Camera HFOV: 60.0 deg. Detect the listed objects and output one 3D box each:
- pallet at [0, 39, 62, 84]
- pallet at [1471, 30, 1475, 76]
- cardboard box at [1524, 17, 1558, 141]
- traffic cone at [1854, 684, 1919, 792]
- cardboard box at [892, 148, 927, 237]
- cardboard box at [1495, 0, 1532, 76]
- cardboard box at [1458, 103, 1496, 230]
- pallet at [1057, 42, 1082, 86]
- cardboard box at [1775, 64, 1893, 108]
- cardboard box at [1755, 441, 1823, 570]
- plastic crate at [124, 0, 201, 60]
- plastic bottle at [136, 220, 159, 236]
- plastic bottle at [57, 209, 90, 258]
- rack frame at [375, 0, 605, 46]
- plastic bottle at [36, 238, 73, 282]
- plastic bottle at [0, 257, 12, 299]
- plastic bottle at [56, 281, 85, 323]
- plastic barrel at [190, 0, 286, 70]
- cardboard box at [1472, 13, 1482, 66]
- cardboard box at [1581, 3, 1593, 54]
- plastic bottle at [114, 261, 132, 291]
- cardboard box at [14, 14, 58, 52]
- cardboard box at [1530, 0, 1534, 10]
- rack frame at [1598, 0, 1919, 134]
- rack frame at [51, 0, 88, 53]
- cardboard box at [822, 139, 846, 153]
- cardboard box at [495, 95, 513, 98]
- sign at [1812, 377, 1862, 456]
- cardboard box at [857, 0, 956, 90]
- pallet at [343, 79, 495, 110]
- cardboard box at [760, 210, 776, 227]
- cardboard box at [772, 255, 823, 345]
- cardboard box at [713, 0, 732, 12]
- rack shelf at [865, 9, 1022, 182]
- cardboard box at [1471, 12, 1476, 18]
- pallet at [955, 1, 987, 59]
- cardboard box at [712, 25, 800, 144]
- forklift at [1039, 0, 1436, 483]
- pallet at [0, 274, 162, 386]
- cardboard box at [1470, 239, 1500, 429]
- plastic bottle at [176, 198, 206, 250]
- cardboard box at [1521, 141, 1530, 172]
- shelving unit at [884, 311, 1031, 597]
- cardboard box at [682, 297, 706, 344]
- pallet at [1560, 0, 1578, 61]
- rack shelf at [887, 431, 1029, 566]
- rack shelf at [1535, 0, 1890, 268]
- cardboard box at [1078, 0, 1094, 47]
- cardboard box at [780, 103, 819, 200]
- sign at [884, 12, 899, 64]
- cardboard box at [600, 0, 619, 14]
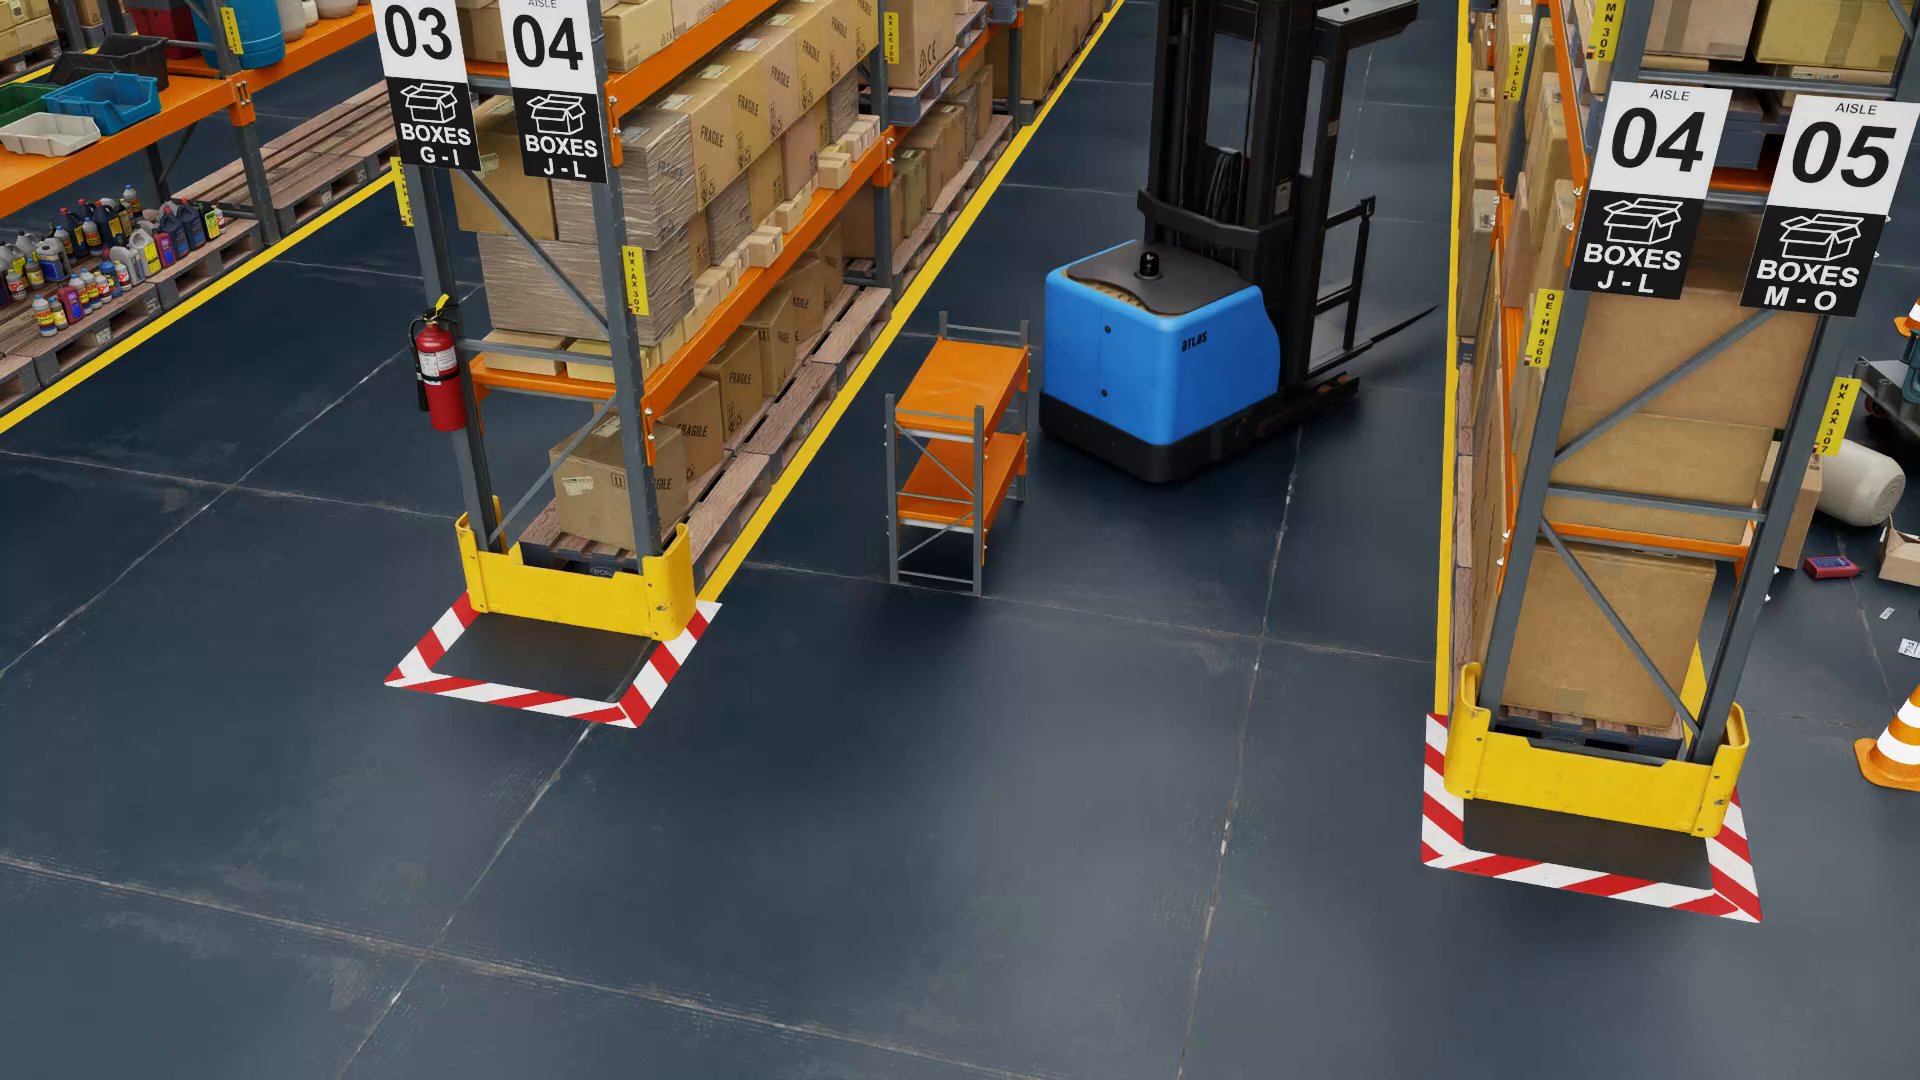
[{"bbox_3d":[-9.785,-4.778,16.569,1.003,0.211,1.213,8,33,12],"label":"pallet"},{"bbox_3d":[5.633,-4.793,16.592,1.003,0.211,1.213,8,33,12],"label":"pallet"},{"bbox_3d":[3.672,-2.555,9.326,0.875,0.550,0.550,8,33,12],"label":"cardboard box"},{"bbox_3d":[4.292,0.842,7.495,0.336,0.463,0.334,8,33,12],"label":"traffic cone"},{"bbox_3d":[-0.657,-2.642,12.529,0.700,0.500,0.500,8,33,12],"label":"cardboard box"},{"bbox_3d":[4.185,-3.618,12.052,0.500,0.500,0.500,8,33,12],"label":"cardboard box"},{"bbox_3d":[4.354,-2.768,12.514,1.050,0.750,0.750,9,33,13],"label":"cardboard box"},{"bbox_3d":[0.627,-4.879,16.728,1.003,0.211,1.213,8,33,12],"label":"pallet"},{"bbox_3d":[3.181,-1.660,6.019,0.380,0.149,0.250,8,33,13],"label":"cardboard box"},{"bbox_3d":[4.398,-0.223,9.133,0.500,0.500,0.500,14,35,21],"label":"cardboard box"},{"bbox_3d":[-5.937,-3.944,12.599,0.402,0.464,0.583,8,33,12],"label":"plastic crate"},{"bbox_3d":[-5.847,-2.195,12.035,0.152,0.276,0.135,8,33,12],"label":"plastic bottle"},{"bbox_3d":[-6.418,-2.232,12.024,0.144,0.351,0.185,7,33,10],"label":"plastic bottle"},{"bbox_3d":[-1.988,-3.406,6.220,1.000,3.000,0.127,8,33,12],"label":"rack frame"},{"bbox_3d":[-6.376,-1.973,11.686,0.152,0.276,0.135,8,33,12],"label":"plastic bottle"},{"bbox_3d":[-6.611,-1.797,11.409,0.152,0.276,0.135,7,33,11],"label":"plastic bottle"},{"bbox_3d":[-5.942,-1.602,11.095,0.061,0.283,0.133,9,33,13],"label":"plastic bottle"},{"bbox_3d":[-5.372,-3.995,12.271,0.600,0.901,0.708,8,33,12],"label":"plastic barrel"},{"bbox_3d":[5.253,-4.874,16.060,0.500,0.500,0.500,10,34,15],"label":"cardboard box"},{"bbox_3d":[2.670,-2.009,6.567,0.380,0.149,0.250,9,33,13],"label":"cardboard box"},{"bbox_3d":[-5.827,-1.840,11.546,0.097,0.201,0.097,0,32,0],"label":"plastic bottle"},{"bbox_3d":[-9.436,-5.087,16.628,0.500,0.250,0.500,9,33,14],"label":"cardboard box"},{"bbox_3d":[4.436,-4.001,11.723,0.700,0.500,0.500,8,33,12],"label":"cardboard box"},{"bbox_3d":[2.784,-2.678,5.075,1.000,3.000,0.127,8,33,12],"label":"rack frame"},{"bbox_3d":[-9.539,-6.377,16.484,1.000,3.000,0.127,8,33,12],"label":"rack frame"},{"bbox_3d":[-0.937,-2.443,10.530,0.380,0.149,0.250,8,33,12],"label":"cardboard box"},{"bbox_3d":[-1.966,-2.043,8.366,0.500,0.500,0.500,8,33,12],"label":"cardboard box"},{"bbox_3d":[3.319,-0.467,6.308,0.100,0.325,0.005,8,33,12],"label":"sign"},{"bbox_3d":[-0.636,-3.774,11.440,1.000,1.000,1.000,8,33,13],"label":"cardboard box"},{"bbox_3d":[-4.983,-4.127,15.545,1.003,0.211,1.213,8,33,12],"label":"pallet"},{"bbox_3d":[-1.275,-1.797,9.515,0.380,0.149,0.250,8,33,12],"label":"cardboard box"},{"bbox_3d":[-1.251,-1.572,10.865,0.500,0.500,0.500,19,37,27],"label":"cardboard box"},{"bbox_3d":[-1.361,-2.817,8.229,0.500,0.250,0.500,8,33,12],"label":"cardboard box"},{"bbox_3d":[-0.465,-3.684,12.920,1.077,0.370,4.000,8,33,12],"label":"rack shelf"},{"bbox_3d":[5.599,-5.598,17.525,0.380,0.149,0.250,8,33,13],"label":"cardboard box"},{"bbox_3d":[-0.420,-3.912,12.787,1.003,0.211,1.213,8,33,12],"label":"pallet"},{"bbox_3d":[-1.204,-2.491,9.070,0.500,0.500,0.500,8,33,12],"label":"cardboard box"},{"bbox_3d":[1.914,-2.238,10.038,3.031,2.935,1.130,-26,41,-35],"label":"forklift"},{"bbox_3d":[-6.282,-1.470,11.365,1.003,0.211,1.213,8,33,12],"label":"pallet"},{"bbox_3d":[3.572,-1.186,9.909,0.875,0.875,0.875,9,33,13],"label":"cardboard box"},{"bbox_3d":[-5.648,-2.319,12.161,0.144,0.351,0.185,7,33,11],"label":"plastic bottle"},{"bbox_3d":[3.717,-2.093,9.606,0.875,0.550,0.550,8,33,12],"label":"cardboard box"},{"bbox_3d":[0.002,-0.478,8.954,0.538,1.125,1.048,8,33,12],"label":"shelving unit"},{"bbox_3d":[-1.525,-1.139,8.479,0.380,0.149,0.250,8,33,12],"label":"cardboard box"},{"bbox_3d":[3.270,-2.397,7.511,1.003,0.211,1.213,8,33,12],"label":"pallet"},{"bbox_3d":[0.002,-0.272,9.085,0.538,0.278,1.000,8,33,12],"label":"rack shelf"},{"bbox_3d":[3.292,-2.147,7.706,1.077,0.370,4.000,8,33,12],"label":"rack shelf"},{"bbox_3d":[0.688,-5.583,16.826,1.225,0.875,0.875,7,33,11],"label":"cardboard box"},{"bbox_3d":[-1.337,-2.365,9.804,0.875,0.500,0.500,8,33,12],"label":"cardboard box"},{"bbox_3d":[-0.446,-3.246,10.752,0.100,0.325,0.005,8,33,12],"label":"sign"},{"bbox_3d":[-1.694,-2.357,7.133,0.380,0.149,0.250,8,33,12],"label":"cardboard box"}]
